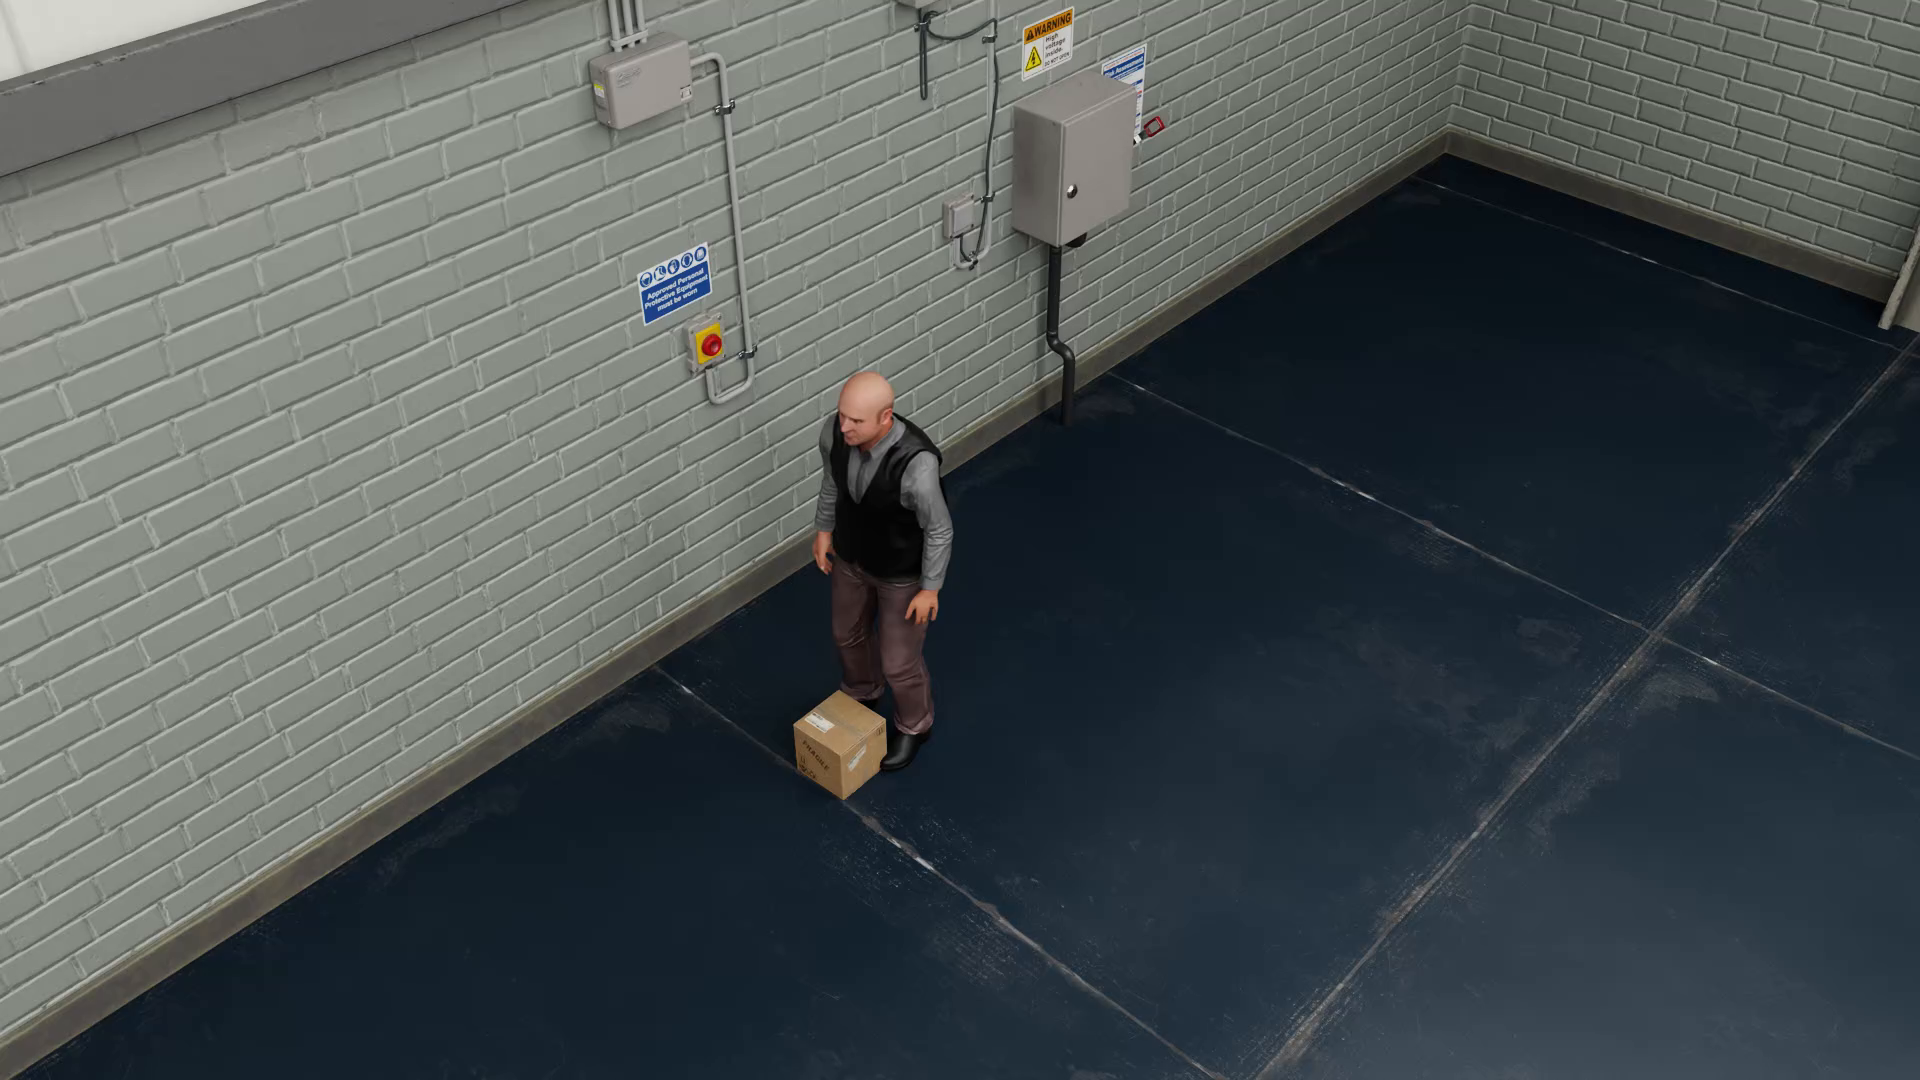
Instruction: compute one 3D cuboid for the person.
[{"bbox_3d":[-0.271,0.081,6.074,0.588,1.721,0.411,29,47,31],"label":"person"}]
